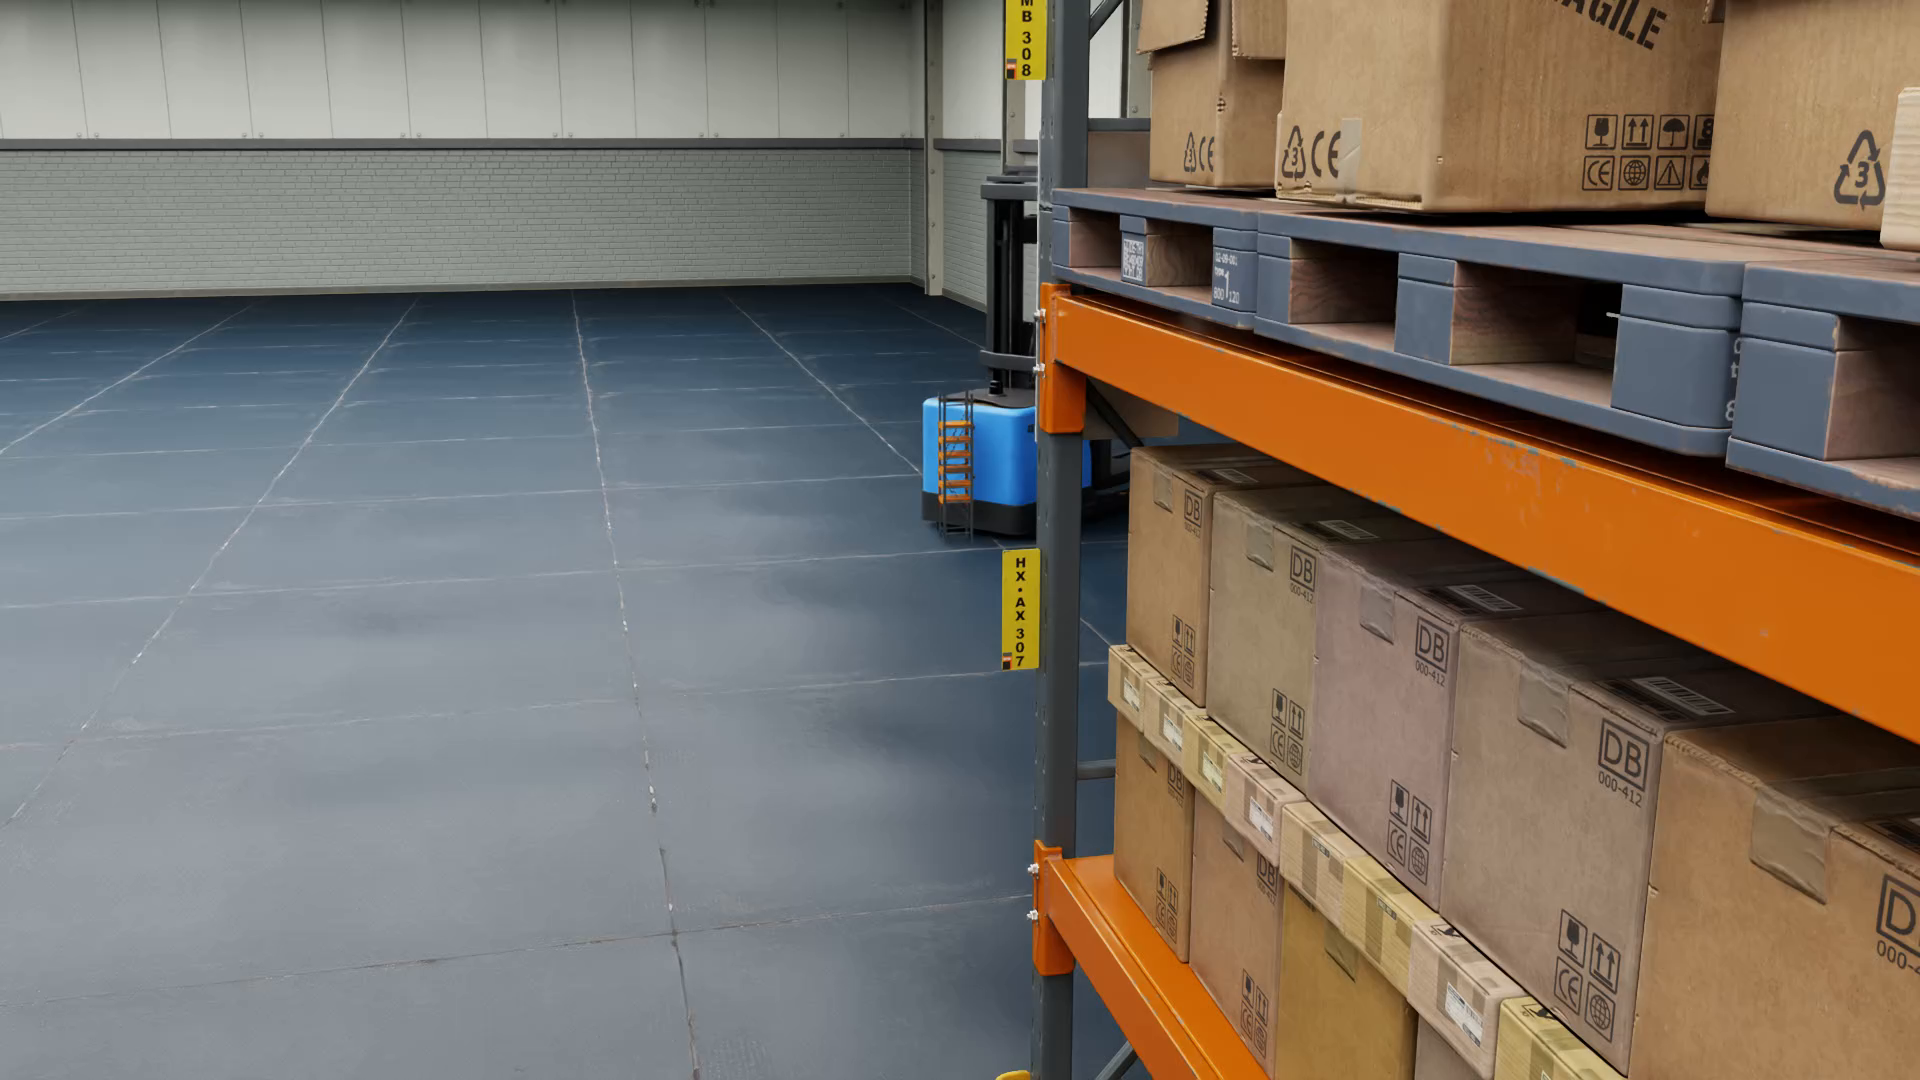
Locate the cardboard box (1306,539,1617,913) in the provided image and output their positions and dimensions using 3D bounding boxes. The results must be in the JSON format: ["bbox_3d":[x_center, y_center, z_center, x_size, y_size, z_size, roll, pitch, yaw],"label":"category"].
[{"bbox_3d":[1.058,0.292,2.967,0.700,0.500,0.500,-3,14,-13],"label":"cardboard box"}]

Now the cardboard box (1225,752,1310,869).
[{"bbox_3d":[0.763,0.529,3.366,0.380,0.149,0.250,-4,14,-14],"label":"cardboard box"}]

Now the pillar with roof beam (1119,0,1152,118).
[{"bbox_3d":[-1.892,-6.378,20.570,9.100,9.000,0.400,-3,14,-13],"label":"pillar with roof beam"}]

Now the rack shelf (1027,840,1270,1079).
[{"bbox_3d":[1.170,1.424,2.795,1.077,0.370,4.000,-3,14,-13],"label":"rack shelf"}]

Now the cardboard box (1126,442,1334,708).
[{"bbox_3d":[0.810,0.055,3.938,0.700,0.500,0.500,-3,14,-13],"label":"cardboard box"}]

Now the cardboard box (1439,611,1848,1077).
[{"bbox_3d":[1.176,0.408,2.494,0.700,0.500,0.500,-3,14,-13],"label":"cardboard box"}]

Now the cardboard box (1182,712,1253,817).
[{"bbox_3d":[0.705,0.470,3.605,0.380,0.149,0.250,-3,14,-13],"label":"cardboard box"}]

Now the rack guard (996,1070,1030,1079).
[{"bbox_3d":[0.695,1.822,4.917,1.175,0.500,0.348,-3,14,-13],"label":"rack guard"}]

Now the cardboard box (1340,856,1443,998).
[{"bbox_3d":[0.888,0.649,2.874,0.380,0.149,0.250,-3,14,-14],"label":"cardboard box"}]

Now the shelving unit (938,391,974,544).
[{"bbox_3d":[-0.033,-0.579,13.269,0.258,1.200,0.189,-3,14,-12],"label":"shelving unit"}]

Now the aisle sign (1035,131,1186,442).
[{"bbox_3d":[0.388,-0.648,4.281,0.394,0.787,0.004,-3,14,-13],"label":"aisle sign"}]

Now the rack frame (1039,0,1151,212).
[{"bbox_3d":[0.701,-2.301,3.886,1.000,3.000,0.127,-3,14,-13],"label":"rack frame"}]

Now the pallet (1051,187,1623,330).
[{"bbox_3d":[0.842,-0.637,3.579,1.003,0.211,1.213,-3,14,-13],"label":"pallet"}]

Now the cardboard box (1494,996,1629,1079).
[{"bbox_3d":[1.006,0.767,2.389,0.380,0.149,0.250,-3,14,-11],"label":"cardboard box"}]

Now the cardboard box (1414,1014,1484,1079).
[{"bbox_3d":[1.164,1.030,2.681,0.700,0.500,0.500,-3,14,-11],"label":"cardboard box"}]

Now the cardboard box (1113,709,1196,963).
[{"bbox_3d":[0.798,0.673,4.142,0.700,0.500,0.500,-3,14,-13],"label":"cardboard box"}]

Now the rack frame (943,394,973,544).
[{"bbox_3d":[-0.013,-0.558,13.182,0.240,1.200,0.006,-3,14,-12],"label":"rack frame"}]

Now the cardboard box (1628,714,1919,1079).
[{"bbox_3d":[1.293,0.523,2.022,0.700,0.500,0.500,-3,14,-13],"label":"cardboard box"}]

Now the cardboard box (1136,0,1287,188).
[{"bbox_3d":[0.832,-1.034,3.619,0.797,0.503,0.637,-2,14,-9],"label":"cardboard box"}]

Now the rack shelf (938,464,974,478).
[{"bbox_3d":[-0.033,-0.536,13.280,0.258,0.103,0.180,-3,14,-12],"label":"rack shelf"}]

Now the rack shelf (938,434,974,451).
[{"bbox_3d":[-0.033,-0.769,13.223,0.258,0.103,0.180,-3,14,-12],"label":"rack shelf"}]

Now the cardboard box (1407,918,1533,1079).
[{"bbox_3d":[0.944,0.706,2.638,0.380,0.149,0.250,-3,14,-13],"label":"cardboard box"}]

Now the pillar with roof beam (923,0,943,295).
[{"bbox_3d":[-4.710,-9.146,31.901,9.100,9.000,0.400,-3,14,-13],"label":"pillar with roof beam"}]

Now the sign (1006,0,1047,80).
[{"bbox_3d":[0.160,-1.278,4.008,0.100,0.325,0.005,-3,14,-13],"label":"sign"}]

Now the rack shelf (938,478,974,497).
[{"bbox_3d":[-0.033,-0.420,13.308,0.258,0.103,0.180,-3,14,-12],"label":"rack shelf"}]

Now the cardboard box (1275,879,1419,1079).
[{"bbox_3d":[1.037,0.909,3.177,0.700,0.500,0.500,-3,14,-13],"label":"cardboard box"}]

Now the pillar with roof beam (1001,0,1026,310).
[{"bbox_3d":[-3.301,-7.762,26.236,9.100,9.000,0.400,-3,14,-13],"label":"pillar with roof beam"}]

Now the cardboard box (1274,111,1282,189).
[{"bbox_3d":[0.806,-0.713,3.054,0.380,0.149,0.250,-3,14,-13],"label":"cardboard box"}]

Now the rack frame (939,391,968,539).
[{"bbox_3d":[-0.052,-0.601,13.356,0.240,1.200,0.006,-3,14,-12],"label":"rack frame"}]

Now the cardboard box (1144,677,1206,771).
[{"bbox_3d":[0.648,0.413,3.841,0.380,0.149,0.250,-4,14,-15],"label":"cardboard box"}]

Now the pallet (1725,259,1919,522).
[{"bbox_3d":[1.415,-0.074,1.275,1.003,0.211,1.213,-3,14,-13],"label":"pallet"}]

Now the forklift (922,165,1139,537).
[{"bbox_3d":[0.978,-1.741,14.377,1.130,2.935,3.031,10,17,36],"label":"forklift"}]

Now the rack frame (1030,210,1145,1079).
[{"bbox_3d":[0.701,0.613,4.598,1.000,3.000,0.127,-3,14,-13],"label":"rack frame"}]

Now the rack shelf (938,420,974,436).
[{"bbox_3d":[-0.033,-0.886,13.194,0.258,0.103,0.180,-3,14,-12],"label":"rack shelf"}]

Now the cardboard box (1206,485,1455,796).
[{"bbox_3d":[0.939,0.176,3.443,0.700,0.500,0.500,-4,14,-15],"label":"cardboard box"}]

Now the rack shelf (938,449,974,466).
[{"bbox_3d":[-0.033,-0.653,13.251,0.258,0.103,0.180,-3,14,-12],"label":"rack shelf"}]

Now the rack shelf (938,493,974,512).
[{"bbox_3d":[-0.032,-0.303,13.337,0.258,0.103,0.180,-3,14,-12],"label":"rack shelf"}]

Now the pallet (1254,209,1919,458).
[{"bbox_3d":[1.132,-0.355,2.424,1.003,0.211,1.213,-3,14,-13],"label":"pallet"}]

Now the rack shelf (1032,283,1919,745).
[{"bbox_3d":[1.170,-0.033,2.439,1.077,0.370,4.000,-3,14,-13],"label":"rack shelf"}]

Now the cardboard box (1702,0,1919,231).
[{"bbox_3d":[1.376,-0.630,1.970,0.797,0.503,0.637,-2,14,-7],"label":"cardboard box"}]

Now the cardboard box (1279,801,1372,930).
[{"bbox_3d":[0.828,0.590,3.115,0.380,0.149,0.250,-4,14,-15],"label":"cardboard box"}]

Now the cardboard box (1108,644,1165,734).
[{"bbox_3d":[0.584,0.352,4.089,0.380,0.149,0.250,-3,14,-14],"label":"cardboard box"}]

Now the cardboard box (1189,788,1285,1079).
[{"bbox_3d":[0.926,0.794,3.647,0.700,0.500,0.500,-3,14,-12],"label":"cardboard box"}]

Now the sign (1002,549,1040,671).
[{"bbox_3d":[0.160,0.184,4.365,0.100,0.325,0.005,-3,14,-13],"label":"sign"}]

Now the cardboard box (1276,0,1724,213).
[{"bbox_3d":[0.825,-0.766,2.533,0.500,0.500,0.500,-3,14,-13],"label":"cardboard box"}]

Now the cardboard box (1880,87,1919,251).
[{"bbox_3d":[1.091,-0.334,1.505,0.380,0.149,0.250,-3,14,-13],"label":"cardboard box"}]
